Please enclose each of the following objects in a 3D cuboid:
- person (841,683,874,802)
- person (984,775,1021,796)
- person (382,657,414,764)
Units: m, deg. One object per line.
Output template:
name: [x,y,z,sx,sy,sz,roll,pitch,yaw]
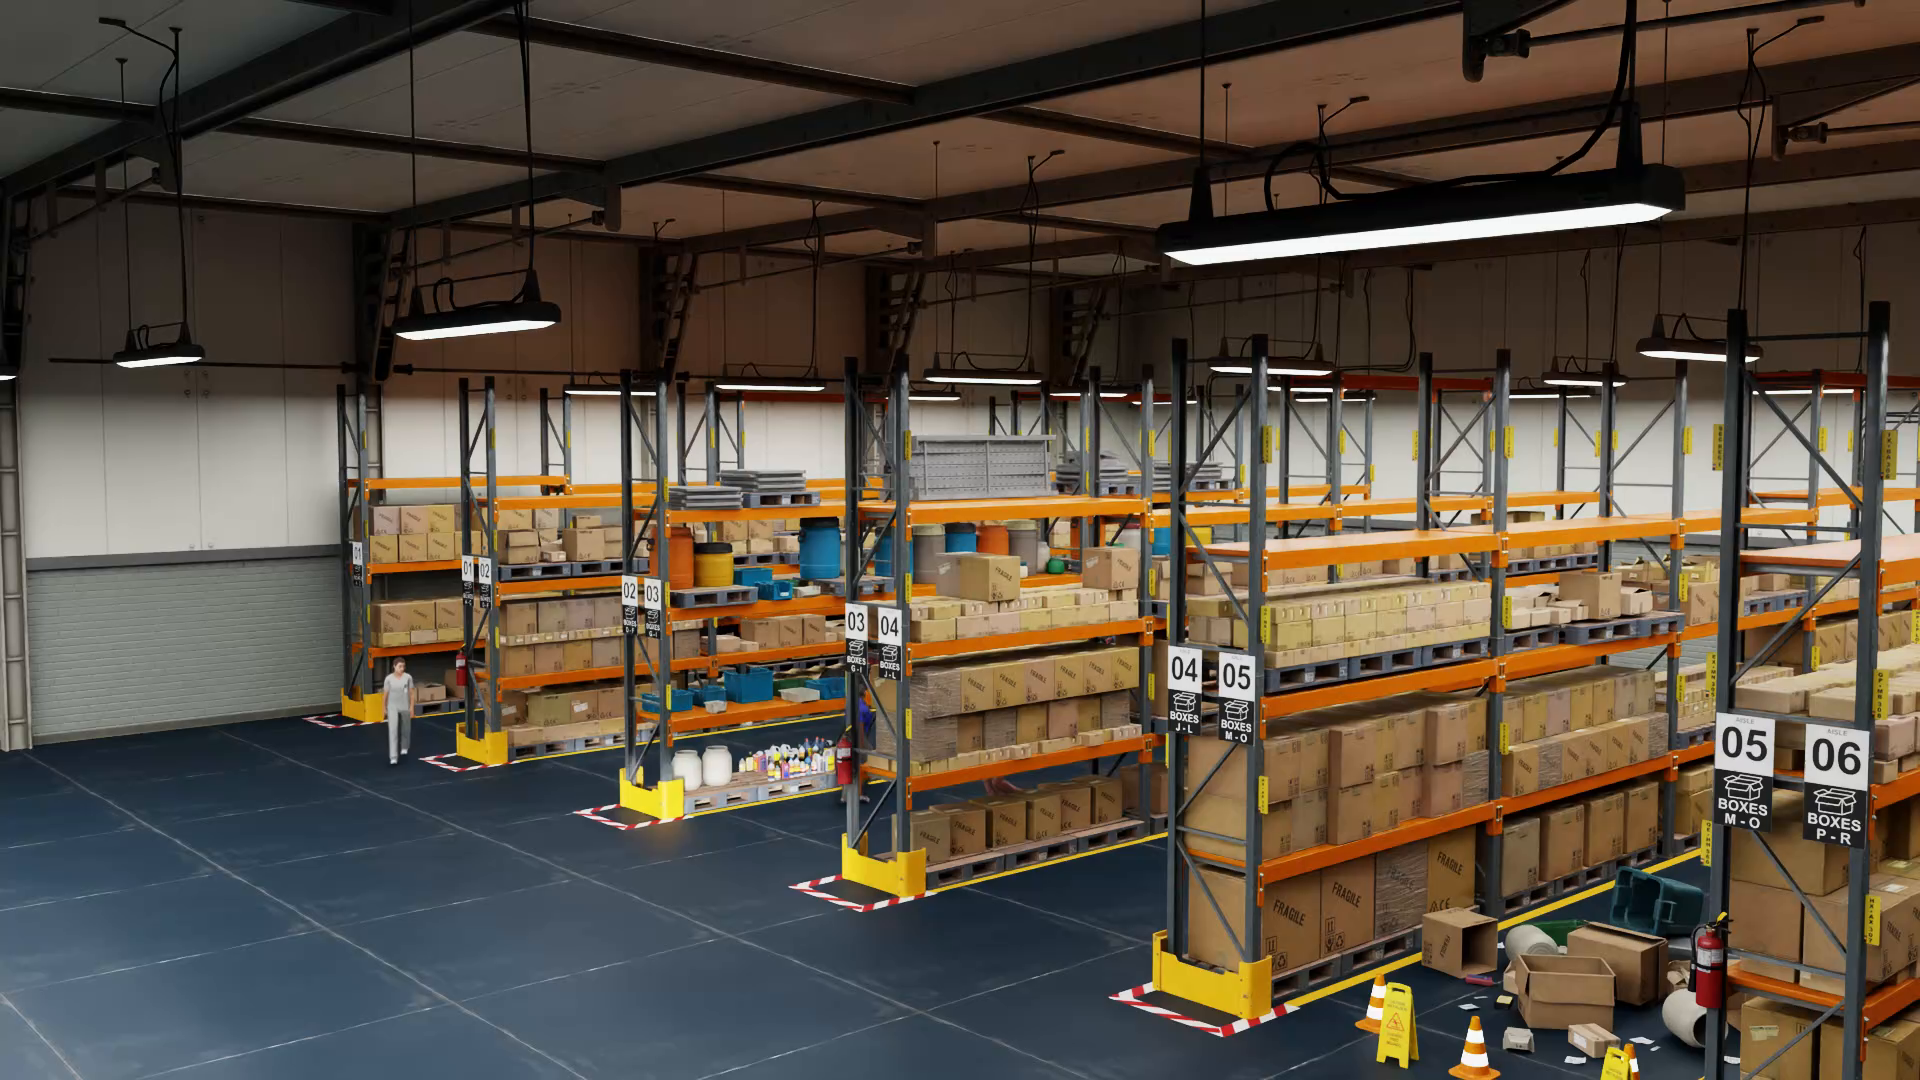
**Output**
person: [-1.424,2.813,23.115,0.499,1.640,0.492,-2,4,-31]
person: [0.579,2.883,22.309,0.608,1.652,0.510,-2,4,-29]
person: [-8.801,2.644,26.077,0.471,1.635,0.937,-2,4,-32]
